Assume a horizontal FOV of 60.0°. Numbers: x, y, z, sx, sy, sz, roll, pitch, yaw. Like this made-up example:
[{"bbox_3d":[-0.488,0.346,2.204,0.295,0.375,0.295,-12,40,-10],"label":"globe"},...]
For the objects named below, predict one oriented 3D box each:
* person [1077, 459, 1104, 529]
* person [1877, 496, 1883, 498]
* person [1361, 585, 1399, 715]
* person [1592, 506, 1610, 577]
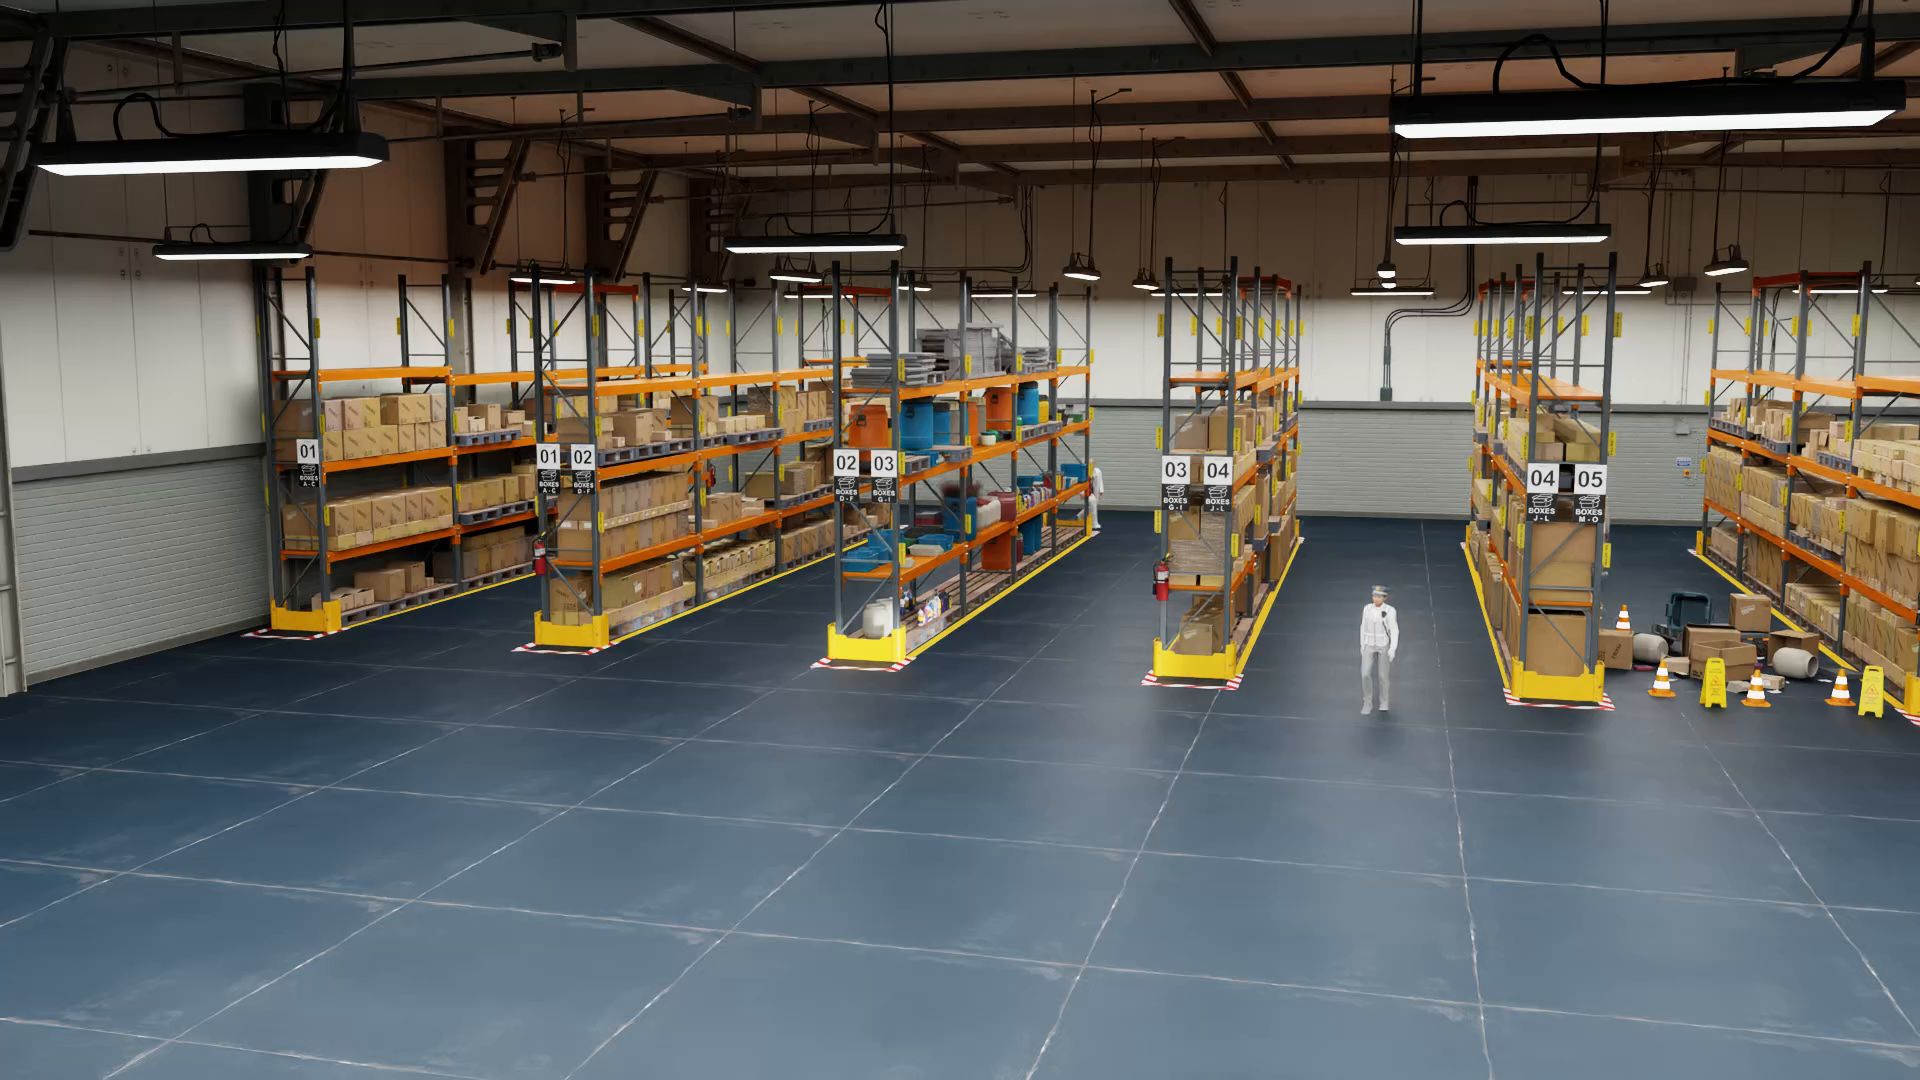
[{"bbox_3d":[3.288,-1.186,41.865,0.552,1.746,0.994,-6,9,-39],"label":"person"},{"bbox_3d":[17.909,0.026,32.550,0.574,1.811,0.403,-2,7,-13],"label":"person"},{"bbox_3d":[5.475,1.445,21.753,0.537,1.735,0.507,5,9,32],"label":"person"},{"bbox_3d":[12.842,-0.131,33.631,0.562,1.771,0.519,2,7,13],"label":"person"}]
